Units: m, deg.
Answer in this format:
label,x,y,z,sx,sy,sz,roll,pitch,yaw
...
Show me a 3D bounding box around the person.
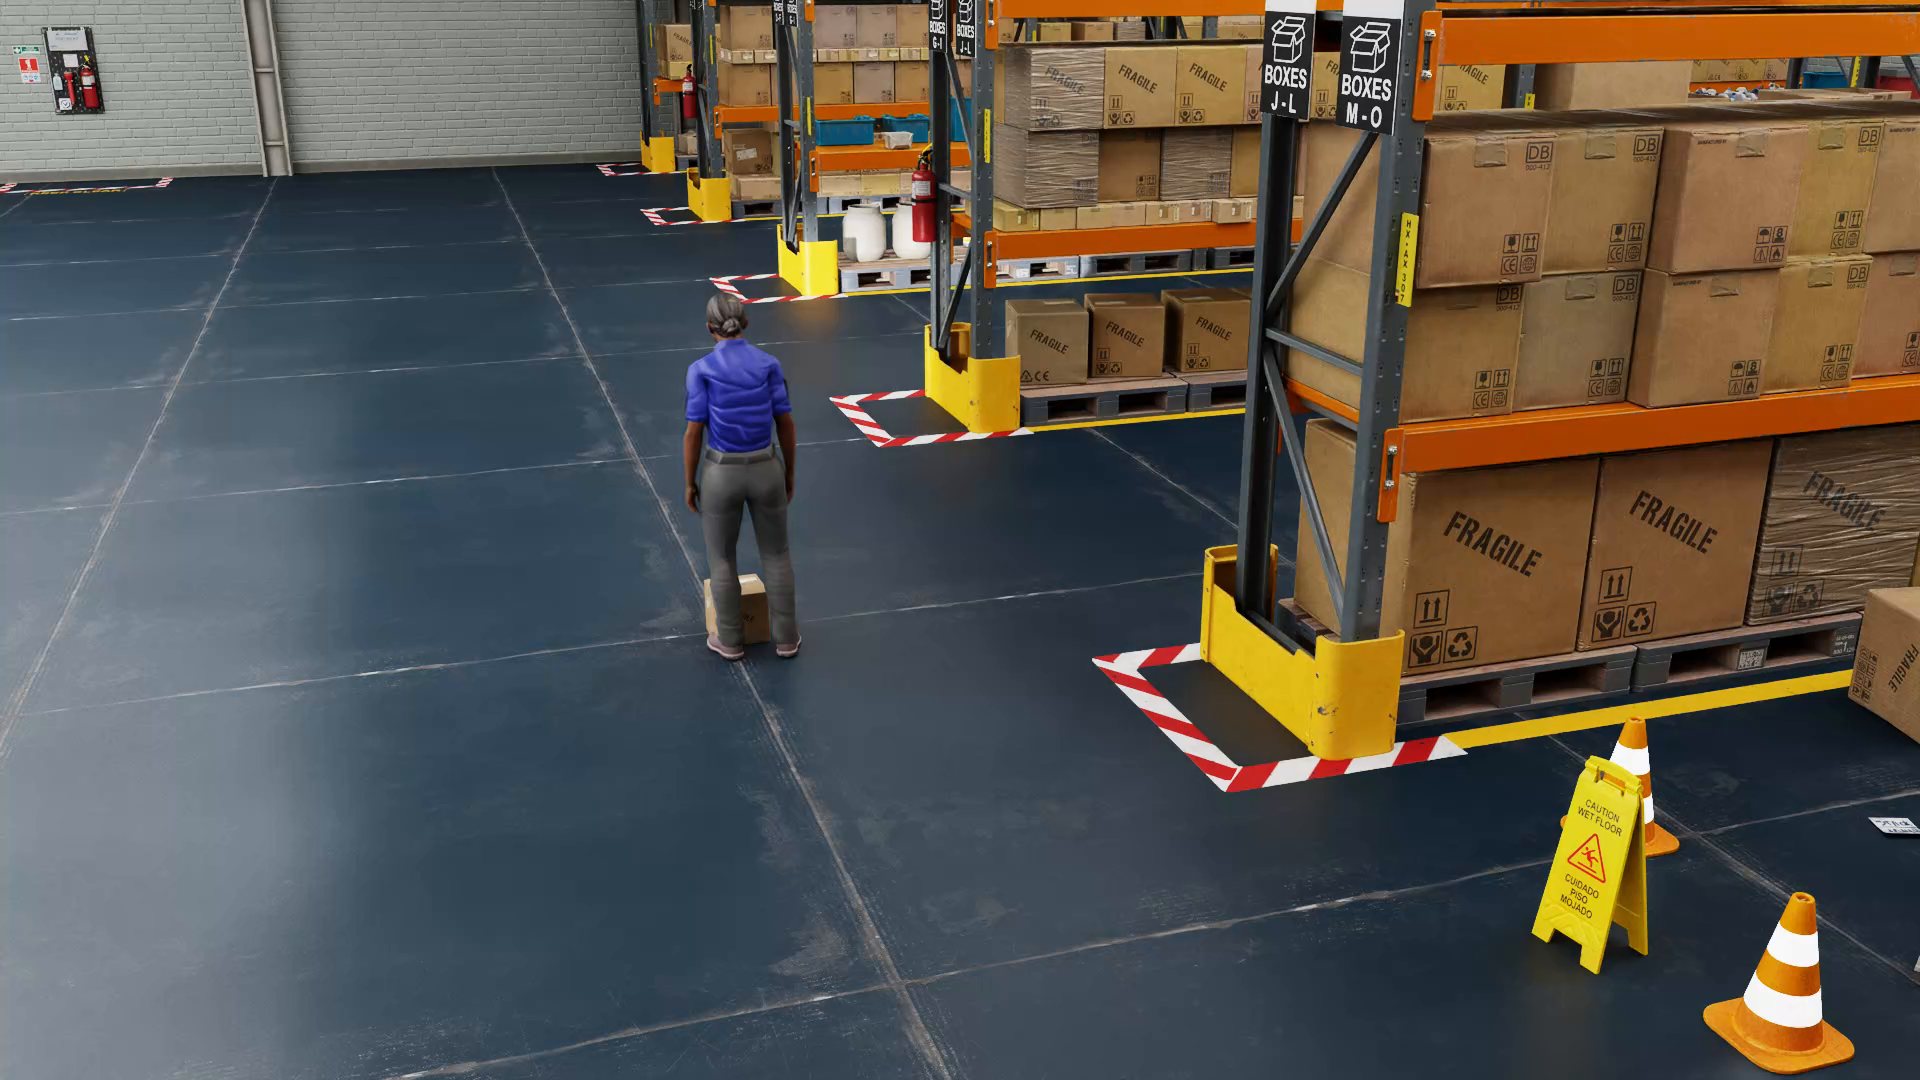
label,x,y,z,sx,sy,sz,roll,pitch,yaw
person,-0.963,-0.268,7.338,0.512,1.654,0.392,-6,20,-18
